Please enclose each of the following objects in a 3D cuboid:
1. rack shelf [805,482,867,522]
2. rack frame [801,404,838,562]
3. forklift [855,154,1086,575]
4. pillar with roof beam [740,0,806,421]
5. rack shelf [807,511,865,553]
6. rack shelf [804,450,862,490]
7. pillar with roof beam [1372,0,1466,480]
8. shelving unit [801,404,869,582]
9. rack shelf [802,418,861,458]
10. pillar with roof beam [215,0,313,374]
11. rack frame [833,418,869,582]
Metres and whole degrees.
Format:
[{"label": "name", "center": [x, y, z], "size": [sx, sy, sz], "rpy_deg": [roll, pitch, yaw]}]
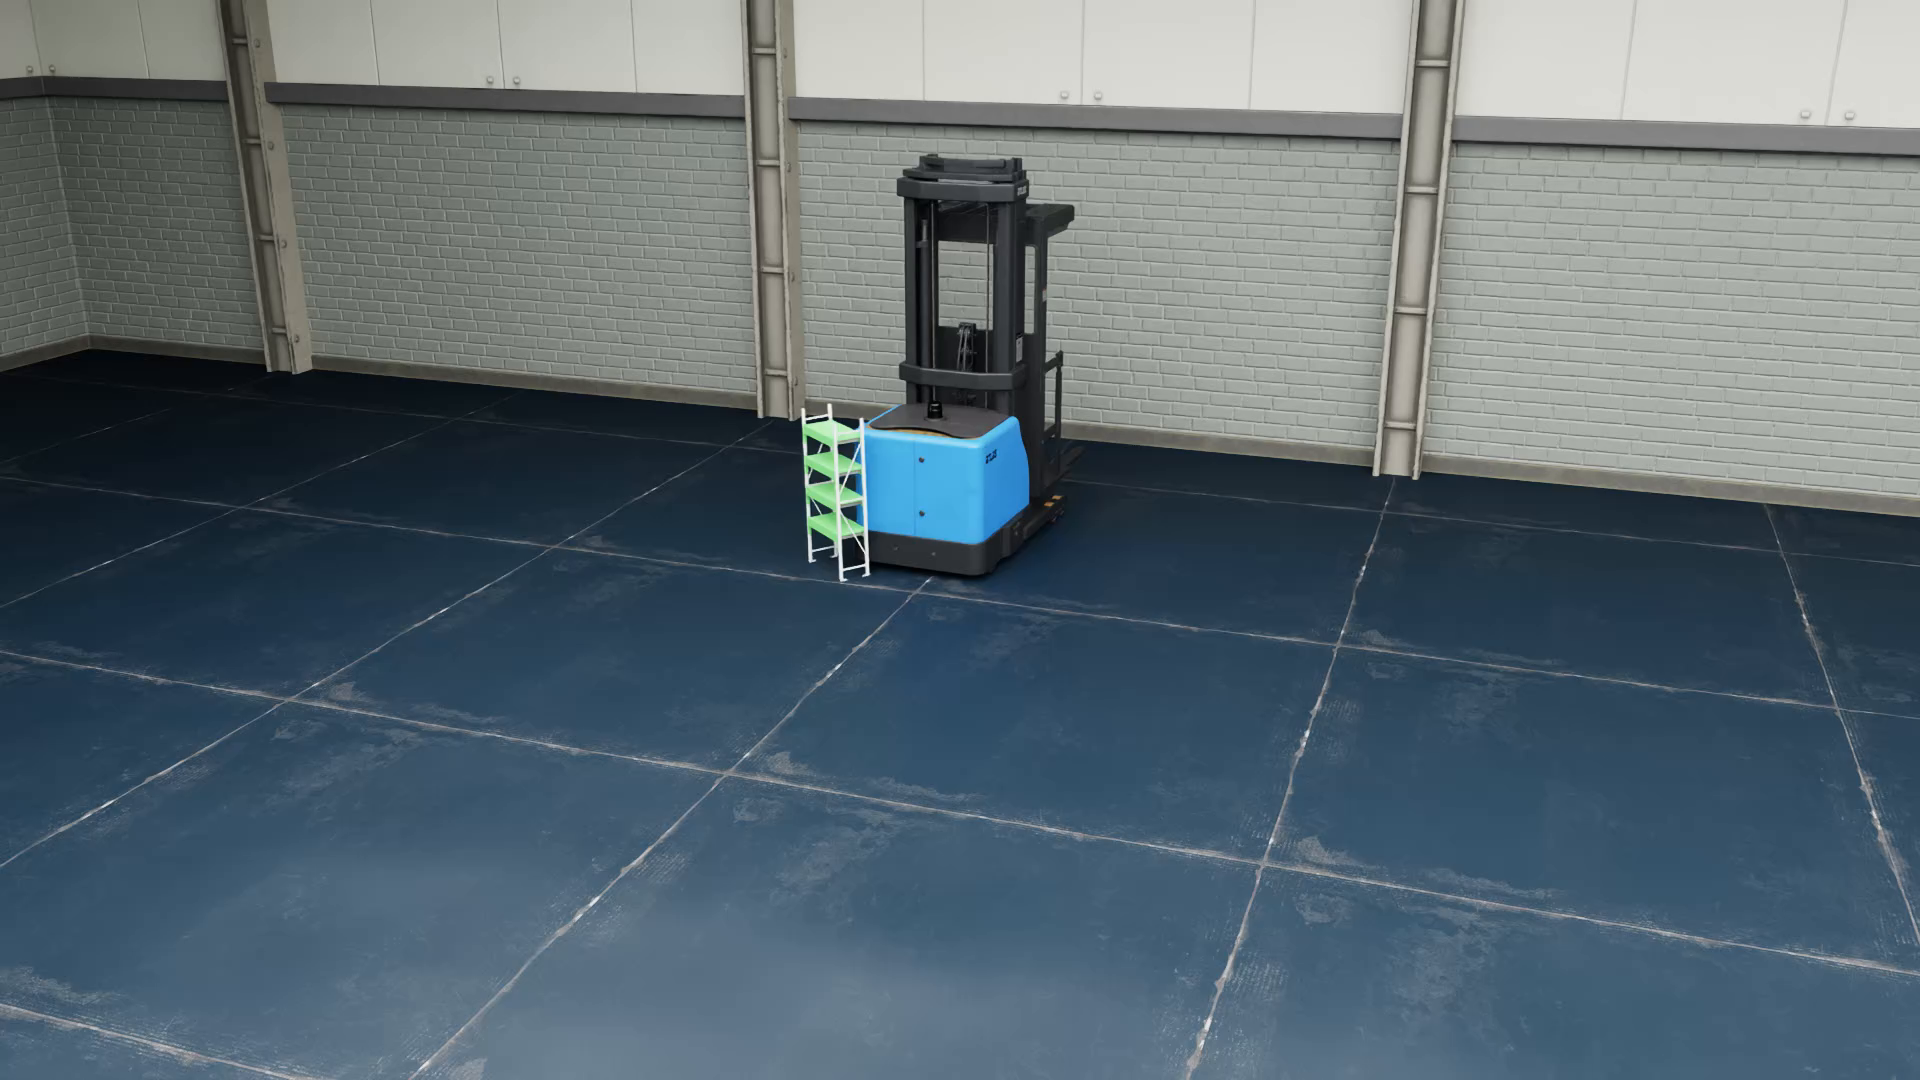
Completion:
[{"label": "rack shelf", "center": [-0.917, -0.292, 12.276], "size": [0.258, 0.148, 0.480], "rpy_deg": [-13, 23, -30]}, {"label": "rack frame", "center": [-1.048, -0.420, 12.450], "size": [0.240, 1.200, 0.015], "rpy_deg": [-13, 23, -30]}, {"label": "forklift", "center": [0.234, -1.574, 13.139], "size": [1.130, 2.935, 3.031], "rpy_deg": [8, 21, 21]}, {"label": "pillar with roof beam", "center": [-3.195, -4.157, 11.329], "size": [0.400, 9.000, 9.100], "rpy_deg": [7, 20, 18]}, {"label": "rack shelf", "center": [-0.913, -0.066, 12.358], "size": [0.258, 0.148, 0.480], "rpy_deg": [-13, 23, -30]}, {"label": "rack shelf", "center": [-0.921, -0.518, 12.195], "size": [0.258, 0.148, 0.480], "rpy_deg": [-13, 23, -30]}, {"label": "pillar with roof beam", "center": [2.473, -3.508, 9.470], "size": [0.400, 9.000, 9.100], "rpy_deg": [7, 20, 18]}, {"label": "shelving unit", "center": [-0.918, -0.352, 12.255], "size": [0.258, 1.200, 0.503], "rpy_deg": [-13, 23, -30]}, {"label": "rack shelf", "center": [-0.925, -0.743, 12.114], "size": [0.258, 0.148, 0.480], "rpy_deg": [-13, 23, -30]}, {"label": "pillar with roof beam", "center": [-8.863, -4.805, 13.188], "size": [0.400, 9.000, 9.100], "rpy_deg": [7, 20, 18]}, {"label": "rack frame", "center": [-0.788, -0.284, 12.060], "size": [0.240, 1.200, 0.015], "rpy_deg": [-13, 23, -30]}]
